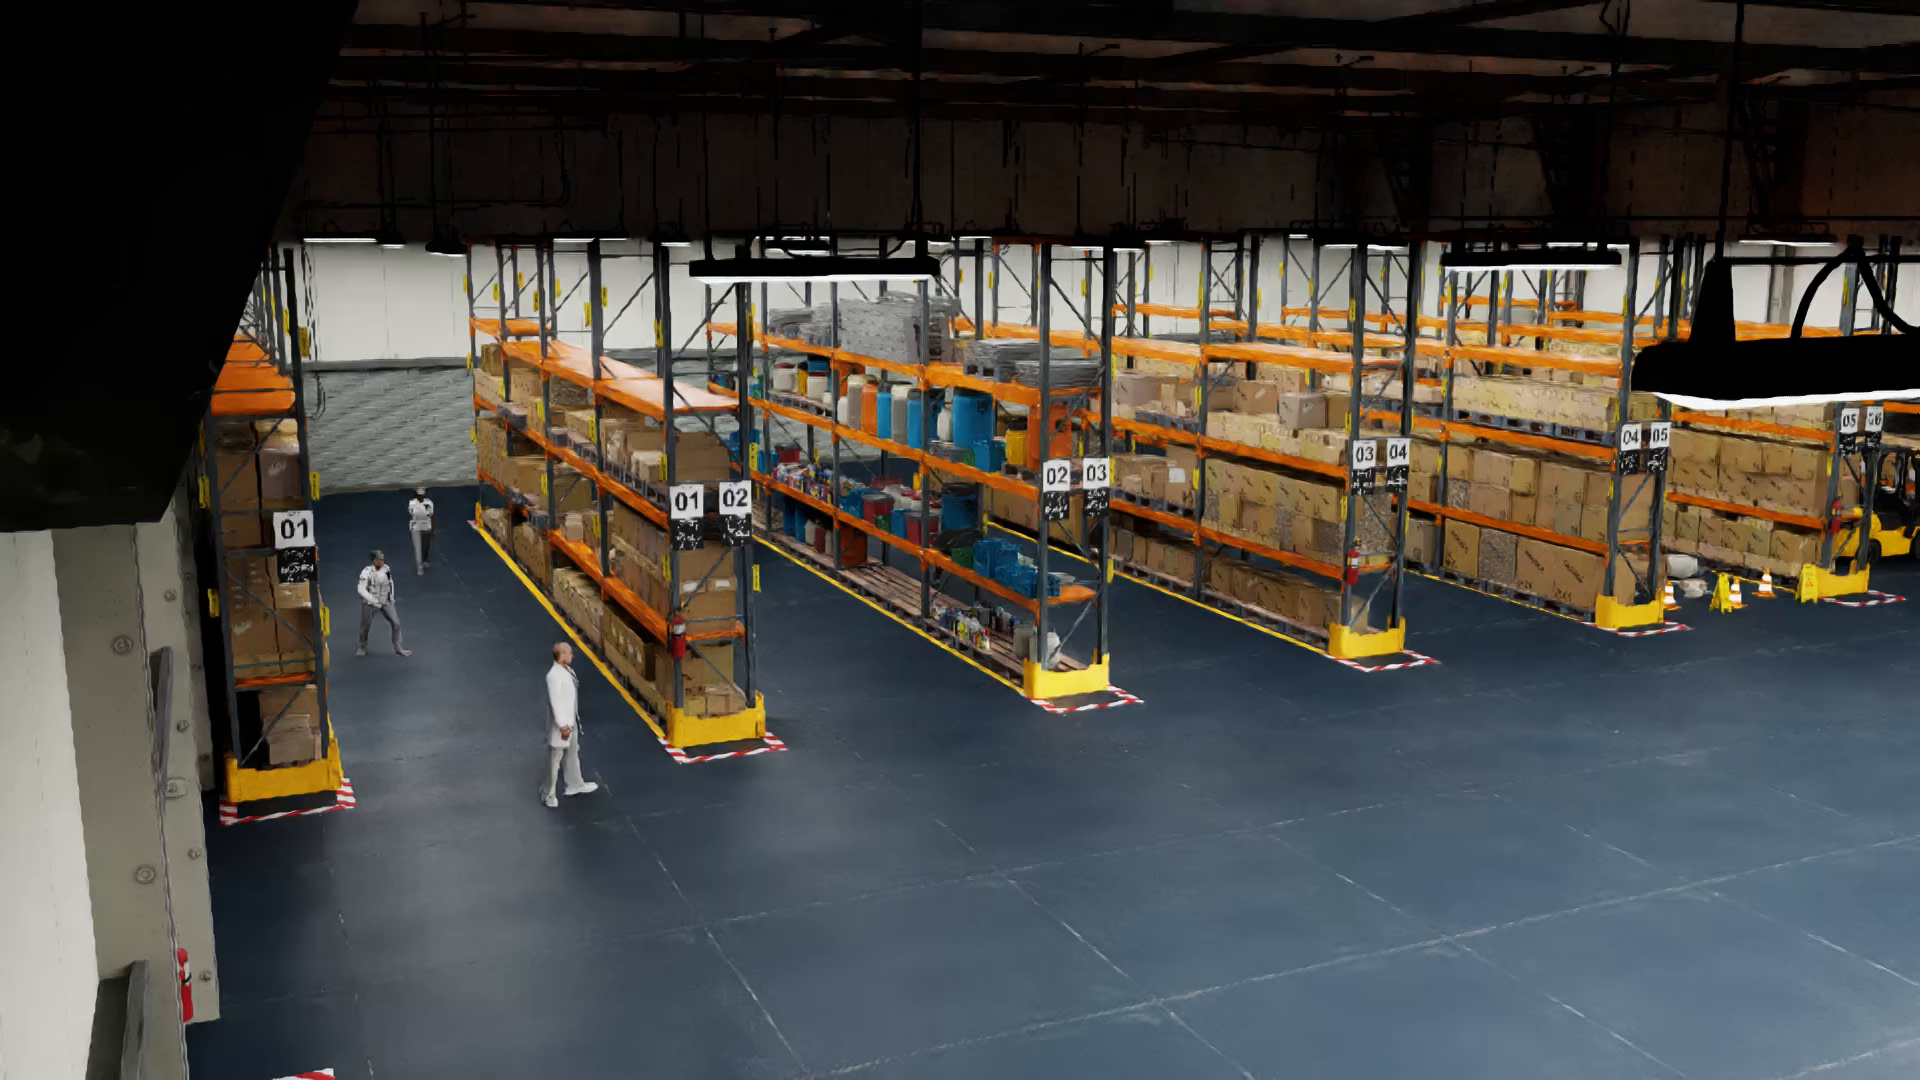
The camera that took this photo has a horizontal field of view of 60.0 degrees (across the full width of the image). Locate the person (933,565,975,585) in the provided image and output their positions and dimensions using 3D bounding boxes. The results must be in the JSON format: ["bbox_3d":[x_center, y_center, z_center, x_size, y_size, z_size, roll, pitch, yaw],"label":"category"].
[{"bbox_3d":[-0.073,0.001,28.901,0.621,1.588,0.828,-9,14,-40],"label":"person"}]

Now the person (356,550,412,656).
[{"bbox_3d":[-8.487,0.899,24.225,0.639,1.610,0.807,-9,14,-40],"label":"person"}]

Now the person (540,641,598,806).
[{"bbox_3d":[-4.348,2.037,18.208,0.527,1.669,0.675,1,11,4],"label":"person"}]

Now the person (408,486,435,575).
[{"bbox_3d":[-9.677,-0.208,29.934,0.445,1.590,1.076,-5,12,-26],"label":"person"}]

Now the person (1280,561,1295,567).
[{"bbox_3d":[6.200,-0.342,30.366,0.677,1.742,0.551,-5,12,-24],"label":"person"}]
